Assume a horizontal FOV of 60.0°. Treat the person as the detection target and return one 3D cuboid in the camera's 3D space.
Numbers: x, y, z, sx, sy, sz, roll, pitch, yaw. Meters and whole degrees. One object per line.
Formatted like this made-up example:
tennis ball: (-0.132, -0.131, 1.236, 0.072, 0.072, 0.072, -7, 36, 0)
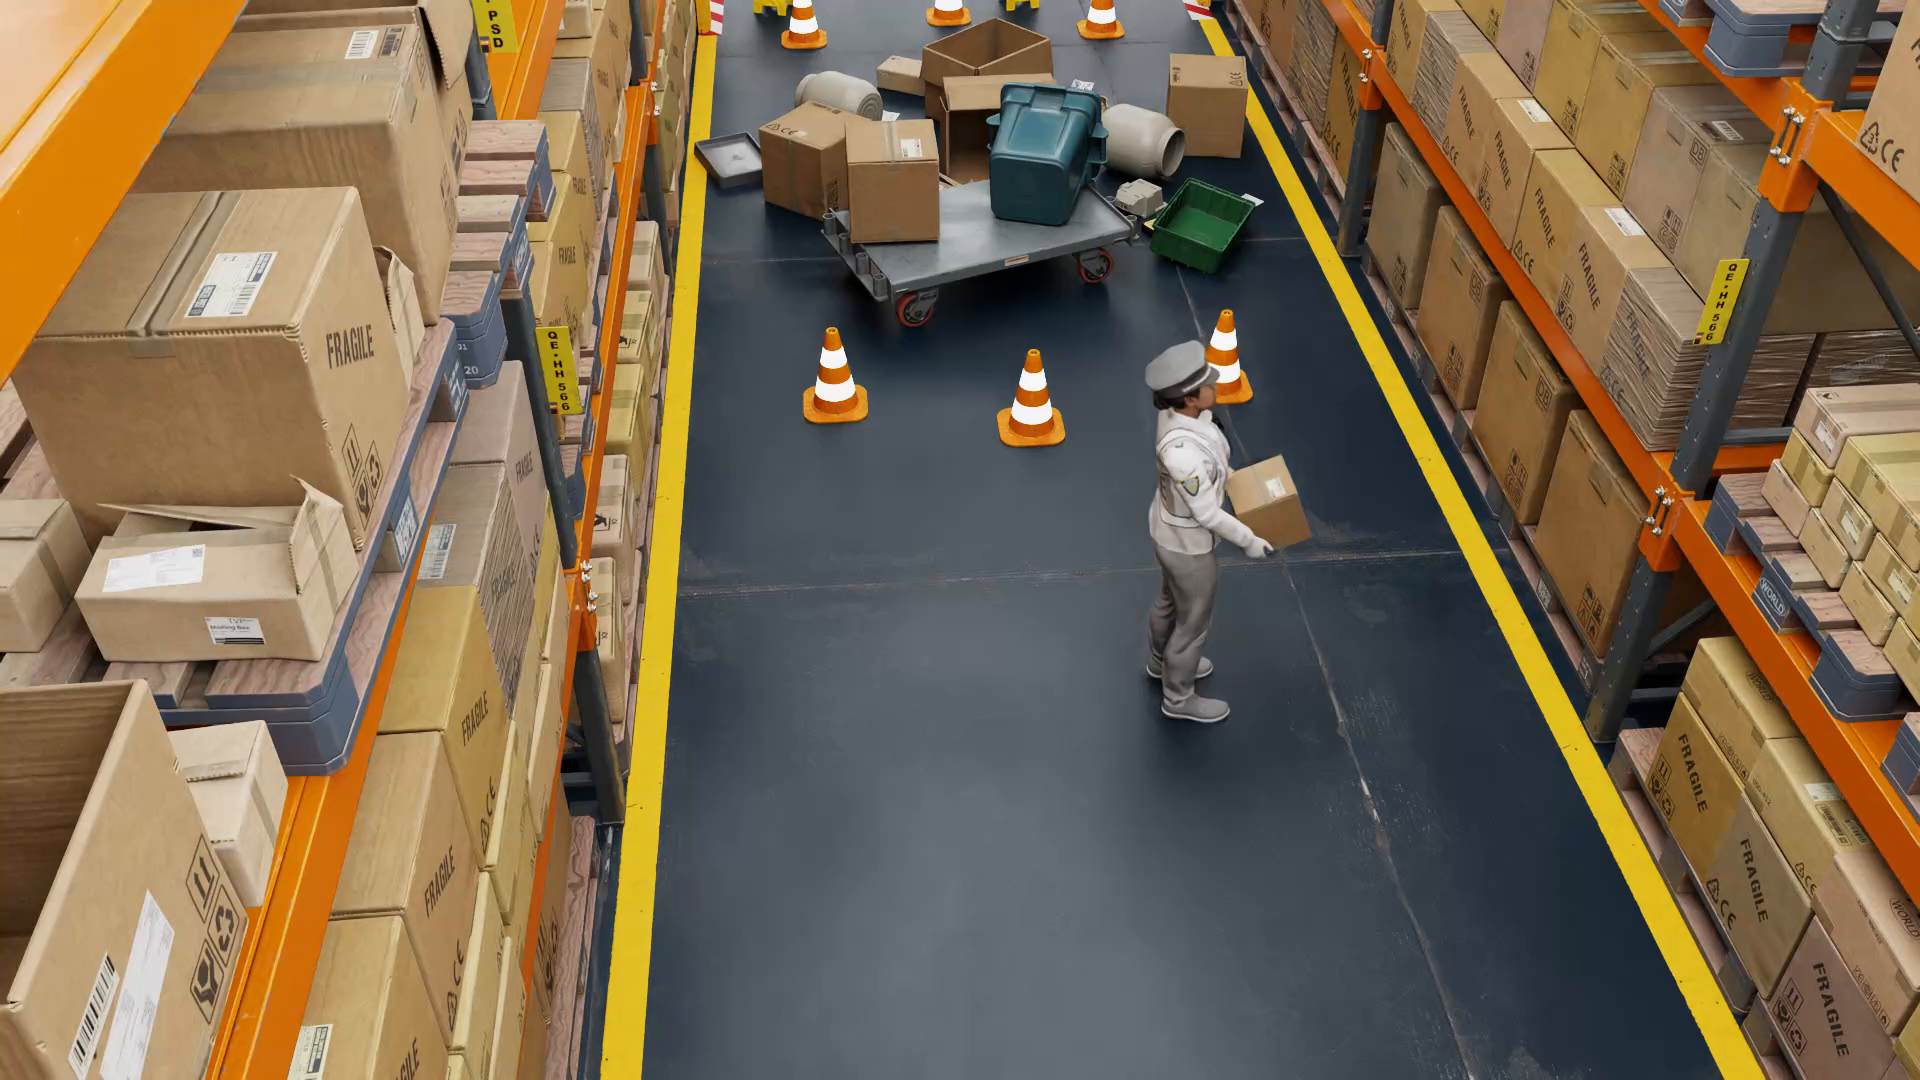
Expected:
person: (0.956, -0.032, 6.587, 0.543, 1.700, 0.471, 3, 39, 3)
